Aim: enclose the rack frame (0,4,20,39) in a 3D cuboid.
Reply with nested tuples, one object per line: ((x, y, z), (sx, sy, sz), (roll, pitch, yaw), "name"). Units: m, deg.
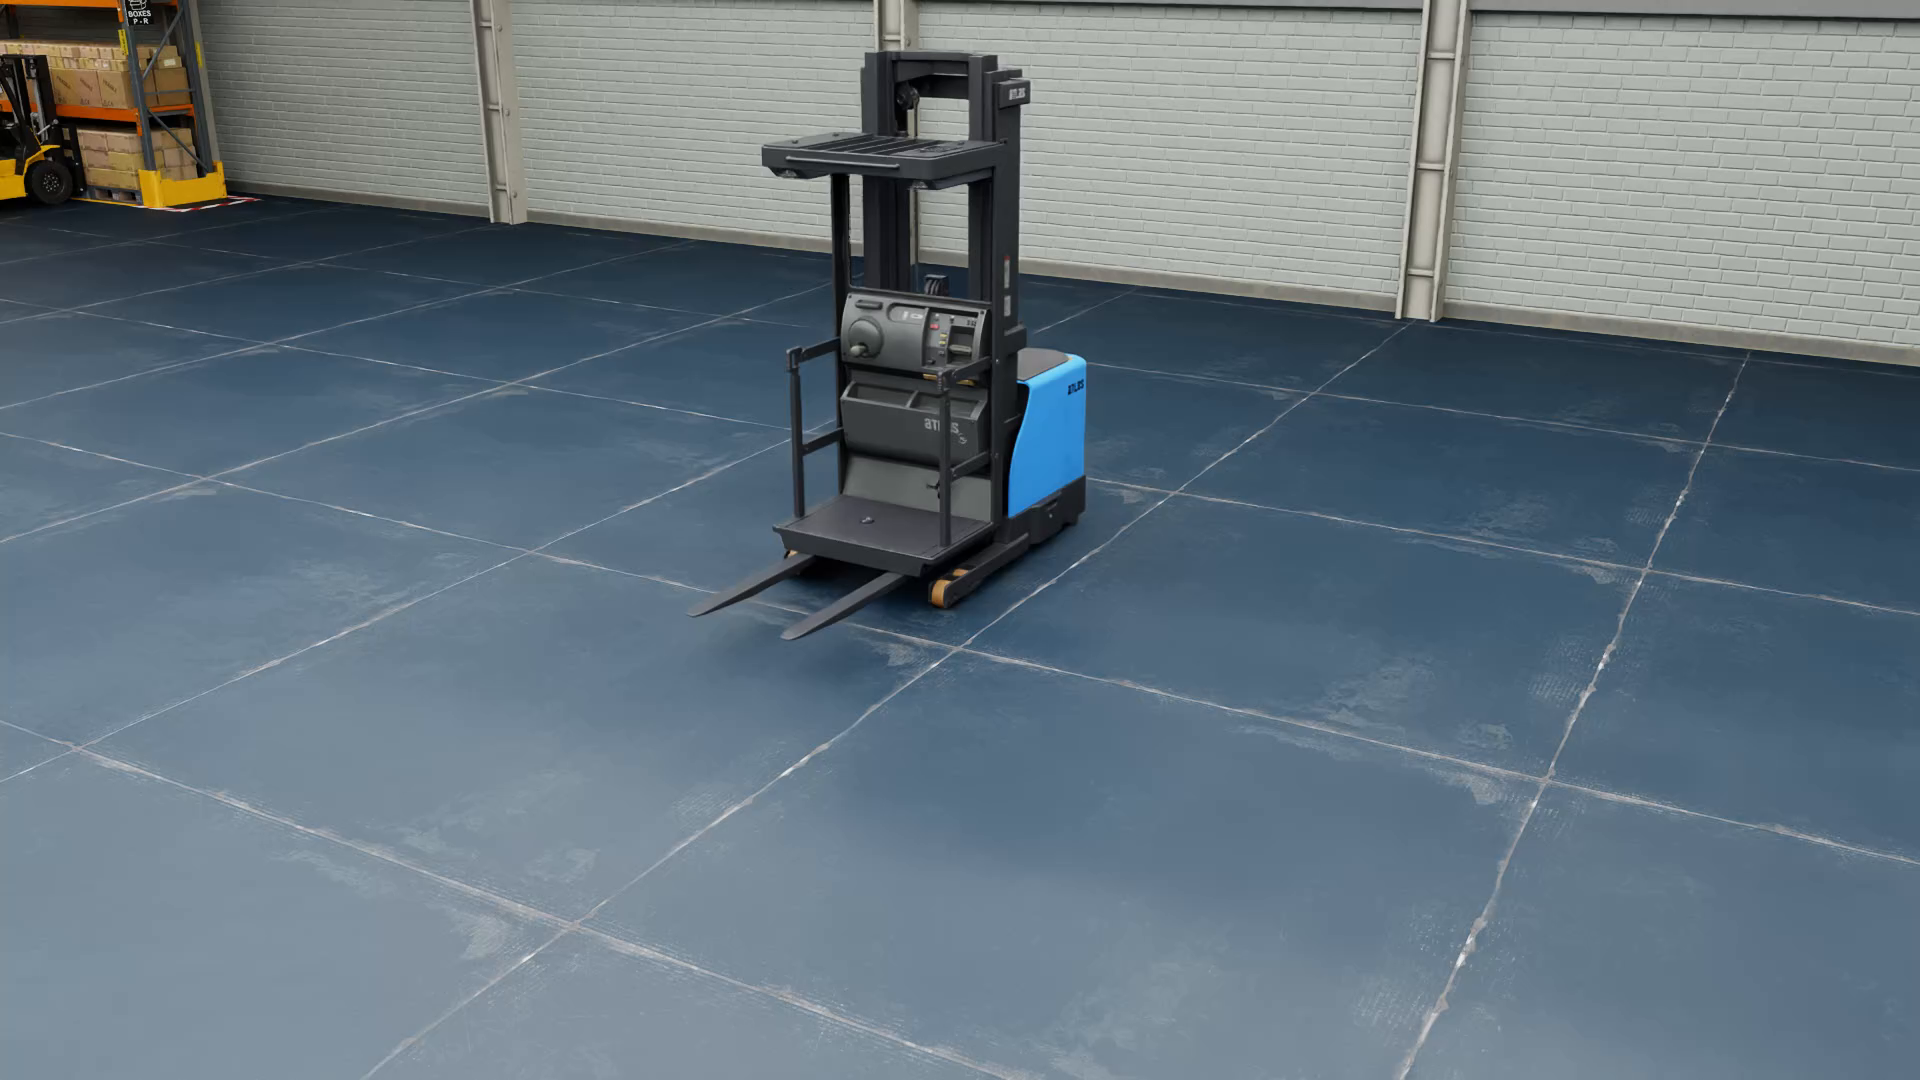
((-14.502, -6.887, 24.952), (0.127, 3.000, 1.000), (11, 23, 27), "rack frame")

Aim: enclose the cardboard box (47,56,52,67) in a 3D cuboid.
((-12.755, -6.822, 23.676), (0.250, 0.149, 0.380), (11, 22, 27), "cardboard box")

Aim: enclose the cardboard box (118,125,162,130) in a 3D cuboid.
((-11.775, -5.815, 23.946), (0.500, 0.250, 0.500), (11, 23, 27), "cardboard box")

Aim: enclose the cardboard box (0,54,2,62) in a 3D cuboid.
((-13.705, -6.967, 24.074), (0.250, 0.149, 0.380), (11, 23, 28), "cardboard box")

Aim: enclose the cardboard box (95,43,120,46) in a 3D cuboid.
((-12.099, -7.008, 23.752), (0.250, 0.149, 0.380), (12, 23, 29), "cardboard box")

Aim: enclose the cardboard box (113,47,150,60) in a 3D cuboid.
((-11.425, -6.710, 22.931), (0.250, 0.149, 0.380), (11, 23, 27), "cardboard box")

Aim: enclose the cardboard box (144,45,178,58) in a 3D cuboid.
((-11.199, -6.833, 23.269), (0.250, 0.149, 0.380), (10, 22, 26), "cardboard box")

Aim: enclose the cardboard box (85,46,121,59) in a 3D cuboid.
((-11.897, -6.777, 23.116), (0.250, 0.149, 0.380), (11, 23, 28), "cardboard box")

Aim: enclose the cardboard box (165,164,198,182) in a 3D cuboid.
((-11.343, -5.266, 23.901), (0.500, 0.250, 0.500), (11, 23, 28), "cardboard box")

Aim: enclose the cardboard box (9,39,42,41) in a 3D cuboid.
((-13.877, -7.361, 24.726), (0.250, 0.149, 0.380), (10, 22, 26), "cardboard box")

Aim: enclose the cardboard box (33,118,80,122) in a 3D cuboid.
((-13.528, -6.158, 24.892), (0.500, 0.250, 0.500), (10, 22, 27), "cardboard box")

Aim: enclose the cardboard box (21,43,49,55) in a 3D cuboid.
((-13.205, -7.047, 23.858), (0.250, 0.149, 0.380), (11, 23, 27), "cardboard box")

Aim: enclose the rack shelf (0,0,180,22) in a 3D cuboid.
((-12.756, -7.626, 23.646), (4.000, 0.370, 1.077), (11, 23, 27), "rack shelf")

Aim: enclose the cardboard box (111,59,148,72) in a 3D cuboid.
((-11.449, -6.548, 22.919), (0.250, 0.149, 0.380), (11, 23, 28), "cardboard box")

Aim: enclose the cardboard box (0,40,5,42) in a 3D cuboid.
((-14.087, -7.226, 24.352), (0.250, 0.149, 0.380), (11, 23, 28), "cardboard box")

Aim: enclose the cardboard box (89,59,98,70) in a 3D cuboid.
((-11.883, -6.643, 23.181), (0.250, 0.149, 0.380), (11, 23, 28), "cardboard box")

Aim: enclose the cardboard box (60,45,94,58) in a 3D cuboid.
((-12.360, -6.851, 23.319), (0.250, 0.149, 0.380), (11, 23, 29), "cardboard box")

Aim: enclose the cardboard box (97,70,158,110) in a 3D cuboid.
((-11.567, -6.272, 23.111), (0.500, 0.500, 0.500), (10, 22, 26), "cardboard box")

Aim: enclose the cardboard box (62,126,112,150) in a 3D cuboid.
((-12.458, -5.744, 23.752), (0.500, 0.250, 0.500), (11, 23, 28), "cardboard box")

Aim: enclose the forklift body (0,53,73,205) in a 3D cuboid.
((-13.555, -5.595, 22.635), (1.214, 2.155, 2.313), (11, 23, 27), "forklift body")

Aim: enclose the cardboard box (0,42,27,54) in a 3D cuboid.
((-13.694, -7.107, 24.026), (0.250, 0.149, 0.380), (11, 23, 28), "cardboard box")

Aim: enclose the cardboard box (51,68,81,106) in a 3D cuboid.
((-12.463, -6.446, 23.591), (0.500, 0.500, 0.500), (10, 22, 26), "cardboard box")

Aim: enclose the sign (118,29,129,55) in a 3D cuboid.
((-11.286, -6.718, 22.441), (0.005, 0.325, 0.100), (11, 23, 27), "sign")

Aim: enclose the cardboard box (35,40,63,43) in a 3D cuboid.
((-13.390, -7.298, 24.552), (0.250, 0.149, 0.380), (10, 22, 26), "cardboard box")

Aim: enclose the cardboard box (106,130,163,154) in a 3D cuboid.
((-11.564, -5.580, 23.300), (0.500, 0.250, 0.500), (12, 23, 29), "cardboard box")

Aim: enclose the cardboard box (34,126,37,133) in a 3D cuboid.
((-13.351, -5.920, 24.238), (0.500, 0.250, 0.500), (12, 23, 29), "cardboard box")

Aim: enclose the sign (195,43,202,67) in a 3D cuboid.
((-10.734, -6.830, 23.409), (0.005, 0.325, 0.100), (11, 23, 27), "sign")

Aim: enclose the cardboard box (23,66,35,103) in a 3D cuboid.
((-13.336, -6.617, 24.060), (0.500, 0.500, 0.500), (11, 22, 27), "cardboard box")

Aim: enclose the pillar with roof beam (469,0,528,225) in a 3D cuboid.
((-8.039, -7.146, 16.870), (0.400, 9.000, 9.100), (11, 23, 27), "pillar with roof beam")

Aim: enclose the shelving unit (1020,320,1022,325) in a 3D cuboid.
((0.273, -0.892, 11.063), (0.189, 1.200, 0.258), (-6, 21, -17), "shelving unit")

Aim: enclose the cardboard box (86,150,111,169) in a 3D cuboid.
((-12.020, -5.436, 23.635), (0.500, 0.250, 0.500), (11, 22, 27), "cardboard box")

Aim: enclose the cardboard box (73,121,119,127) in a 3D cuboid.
((-12.650, -5.988, 24.425), (0.500, 0.250, 0.500), (10, 22, 26), "cardboard box")

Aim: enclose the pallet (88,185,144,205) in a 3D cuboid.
((-11.698, -5.025, 23.909), (1.213, 0.211, 1.003), (11, 23, 27), "pallet")

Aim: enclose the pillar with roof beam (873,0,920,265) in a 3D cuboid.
((-2.801, -6.149, 14.119), (0.400, 9.000, 9.100), (11, 23, 27), "pillar with roof beam")

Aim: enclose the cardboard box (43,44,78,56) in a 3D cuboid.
((-12.767, -6.963, 23.629), (0.250, 0.149, 0.380), (11, 23, 28), "cardboard box")

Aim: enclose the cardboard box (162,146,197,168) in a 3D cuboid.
((-11.319, -5.501, 23.816), (0.500, 0.250, 0.500), (11, 23, 28), "cardboard box")

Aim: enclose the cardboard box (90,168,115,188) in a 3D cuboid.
((-12.003, -5.196, 23.707), (0.500, 0.250, 0.500), (11, 23, 27), "cardboard box")

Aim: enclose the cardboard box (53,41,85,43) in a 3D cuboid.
((-12.973, -7.193, 24.261), (0.250, 0.149, 0.380), (11, 22, 27), "cardboard box")

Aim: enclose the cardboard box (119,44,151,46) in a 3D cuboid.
((-11.648, -6.926, 23.526), (0.250, 0.149, 0.380), (11, 23, 28), "cardboard box")

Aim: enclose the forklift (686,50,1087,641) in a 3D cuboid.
((-0.374, -1.170, 9.292), (1.130, 2.935, 3.031), (11, 23, 28), "forklift")

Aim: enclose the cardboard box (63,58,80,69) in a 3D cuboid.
((-12.350, -6.718, 23.388), (0.250, 0.149, 0.380), (10, 22, 26), "cardboard box")

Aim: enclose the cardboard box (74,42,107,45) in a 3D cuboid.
((-12.535, -7.098, 24.001), (0.250, 0.149, 0.380), (11, 23, 28), "cardboard box")
